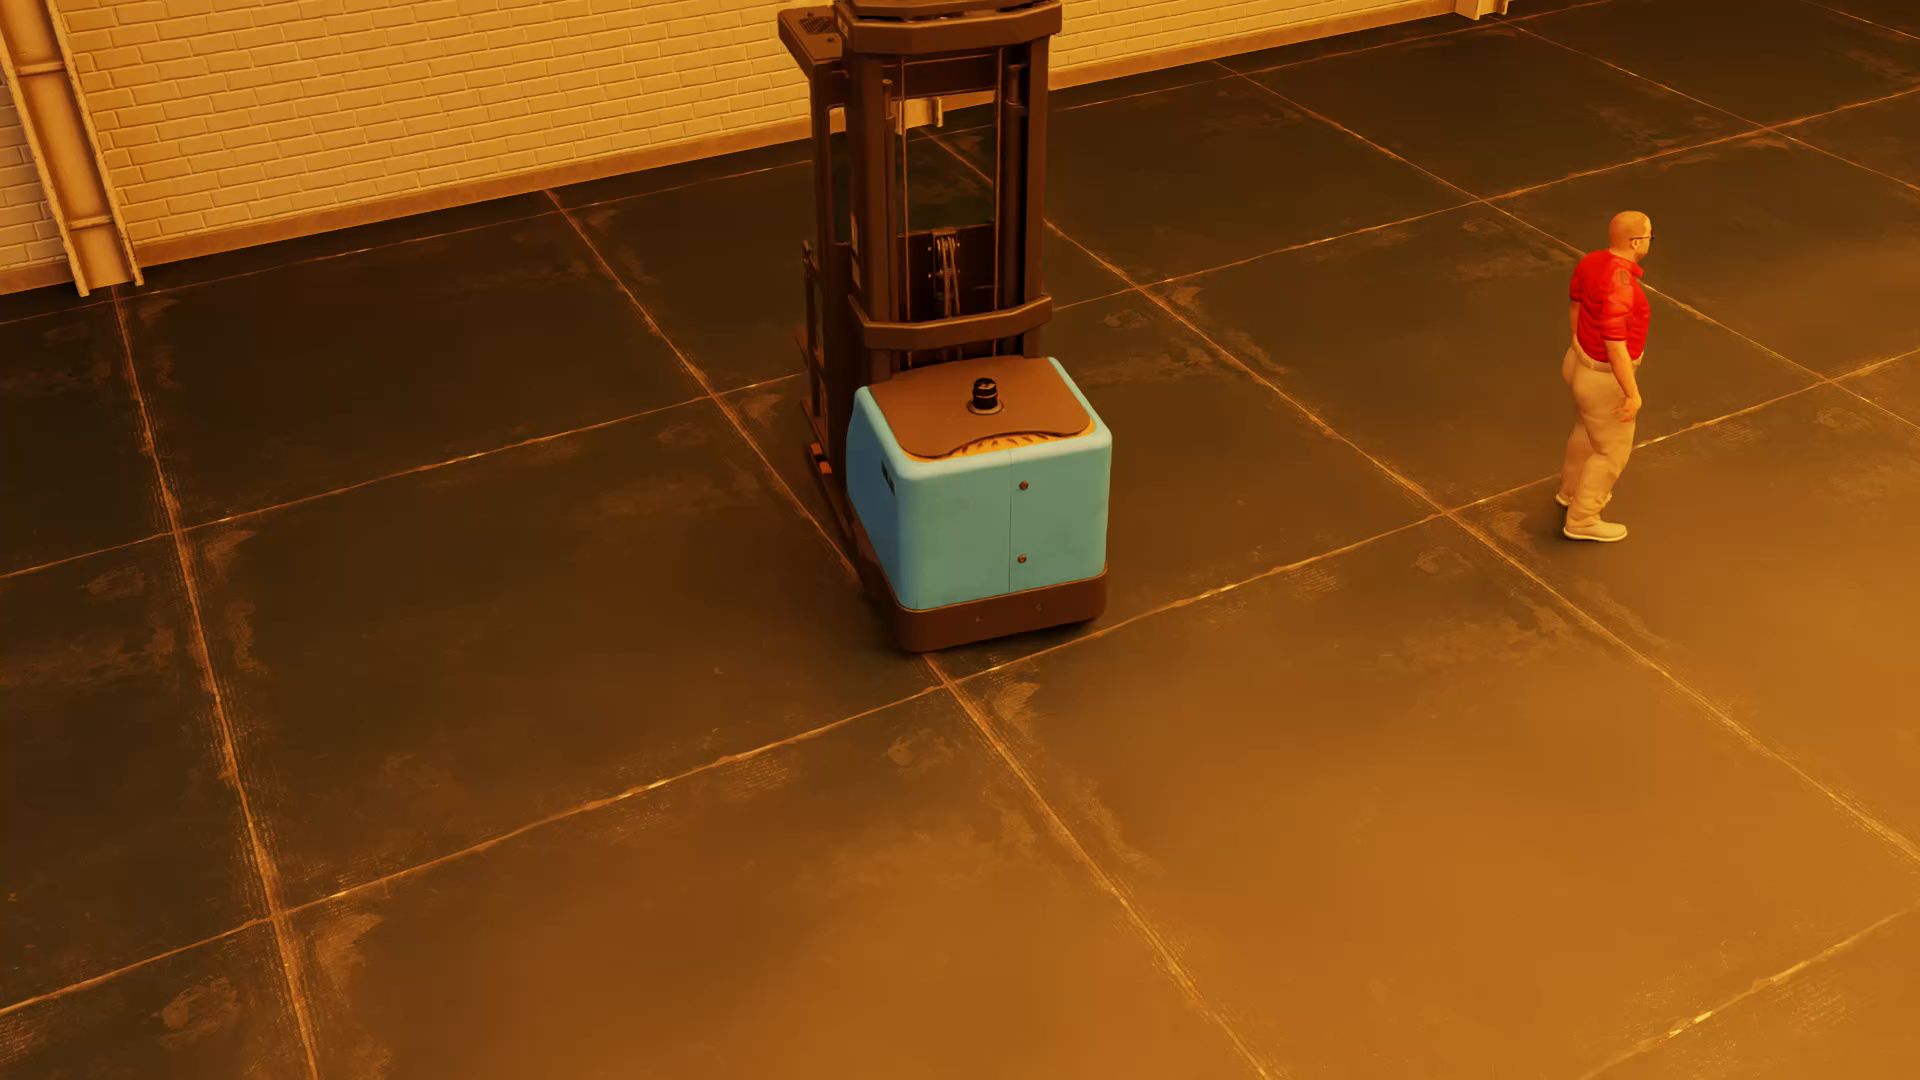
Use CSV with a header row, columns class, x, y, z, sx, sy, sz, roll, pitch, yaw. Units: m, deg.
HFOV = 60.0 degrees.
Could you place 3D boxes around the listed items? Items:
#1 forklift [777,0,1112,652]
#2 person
class,x,y,z,sx,sy,sz,roll,pitch,yaw
forklift,-0.224,-1.520,8.274,1.130,2.935,3.031,-10,37,-14
person,3.285,-0.818,8.346,0.472,1.750,0.622,-1,35,-1
